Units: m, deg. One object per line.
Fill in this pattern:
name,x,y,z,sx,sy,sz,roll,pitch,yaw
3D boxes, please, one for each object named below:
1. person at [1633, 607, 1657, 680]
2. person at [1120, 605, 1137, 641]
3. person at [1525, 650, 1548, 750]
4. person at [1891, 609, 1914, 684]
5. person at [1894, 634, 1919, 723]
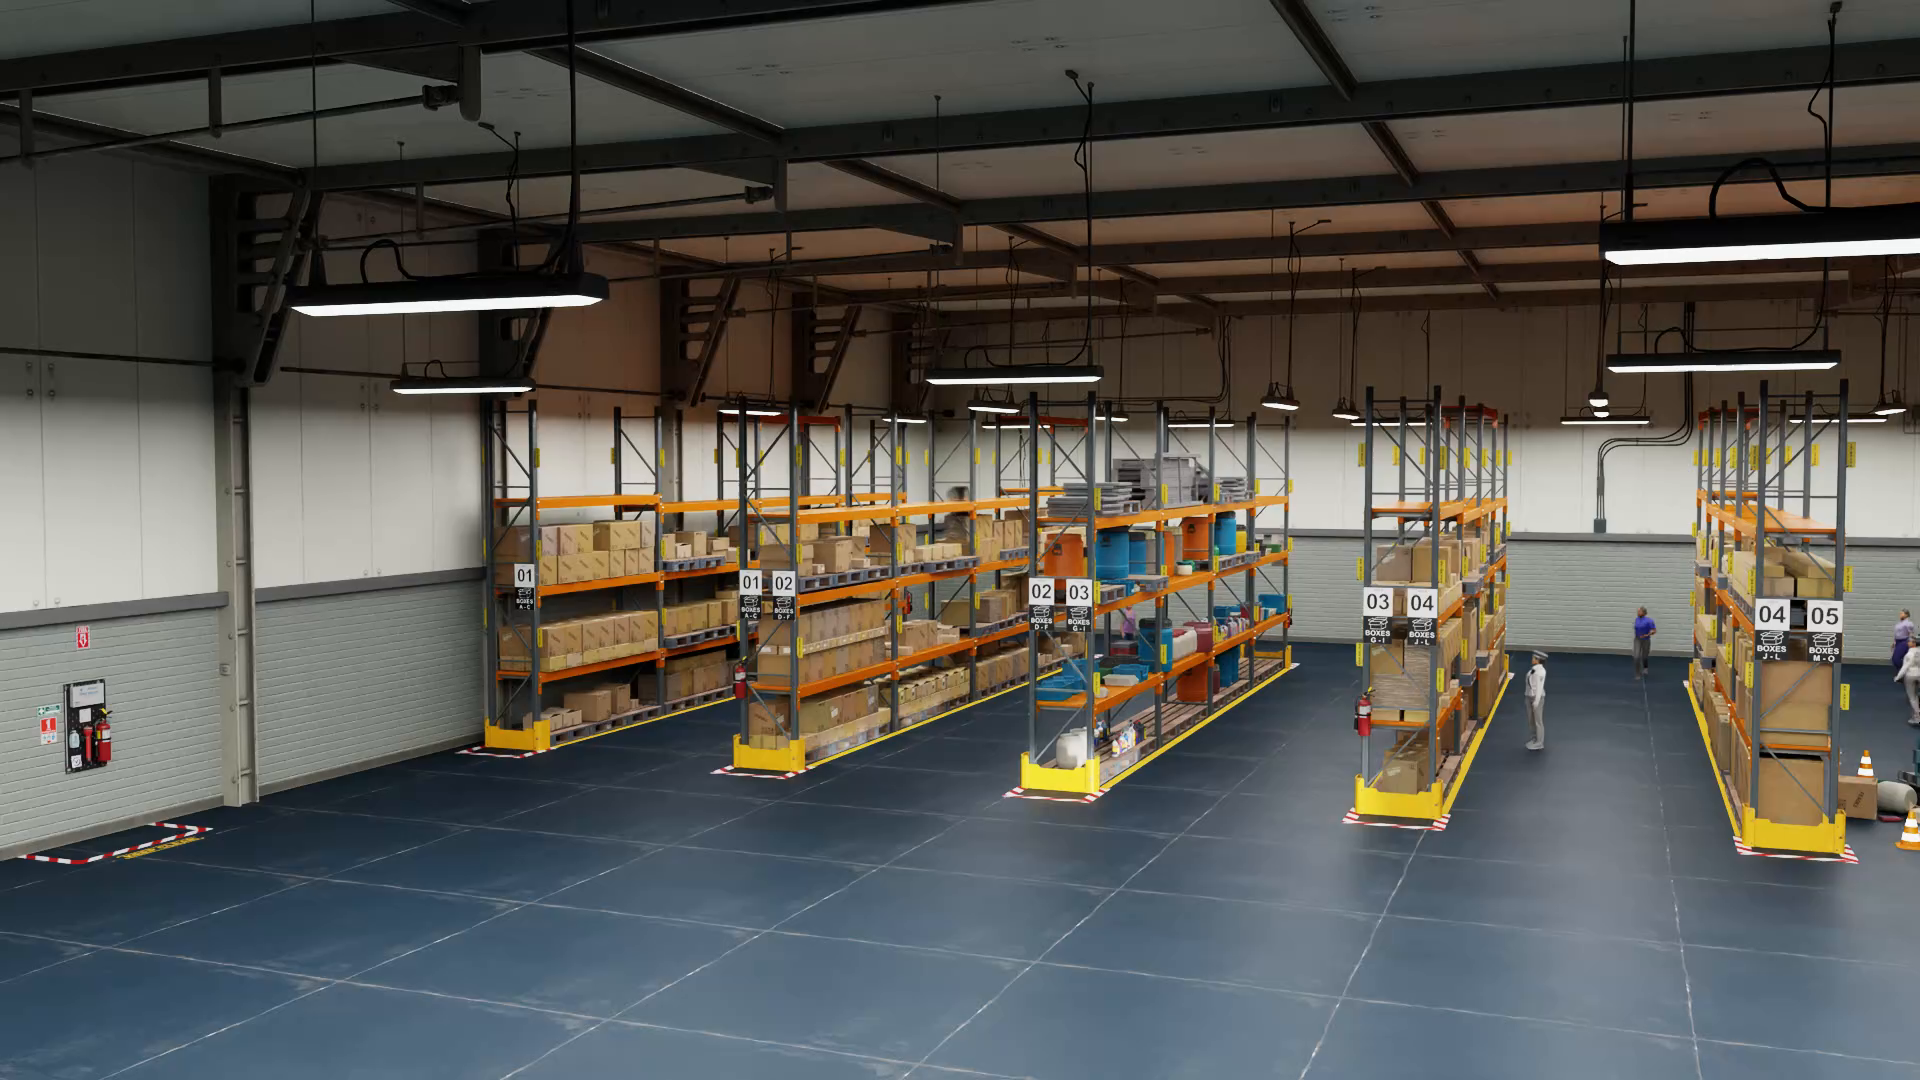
person,15.555,2.358,37.754,0.503,1.674,0.722,1,3,28
person,4.032,2.235,39.867,0.430,1.613,0.386,-1,3,-24
person,9.932,2.743,28.760,0.451,1.687,0.508,-1,3,-12
person,20.885,2.360,36.910,0.439,1.649,0.472,1,3,12
person,17.894,2.619,31.253,0.562,1.722,0.637,0,3,0
